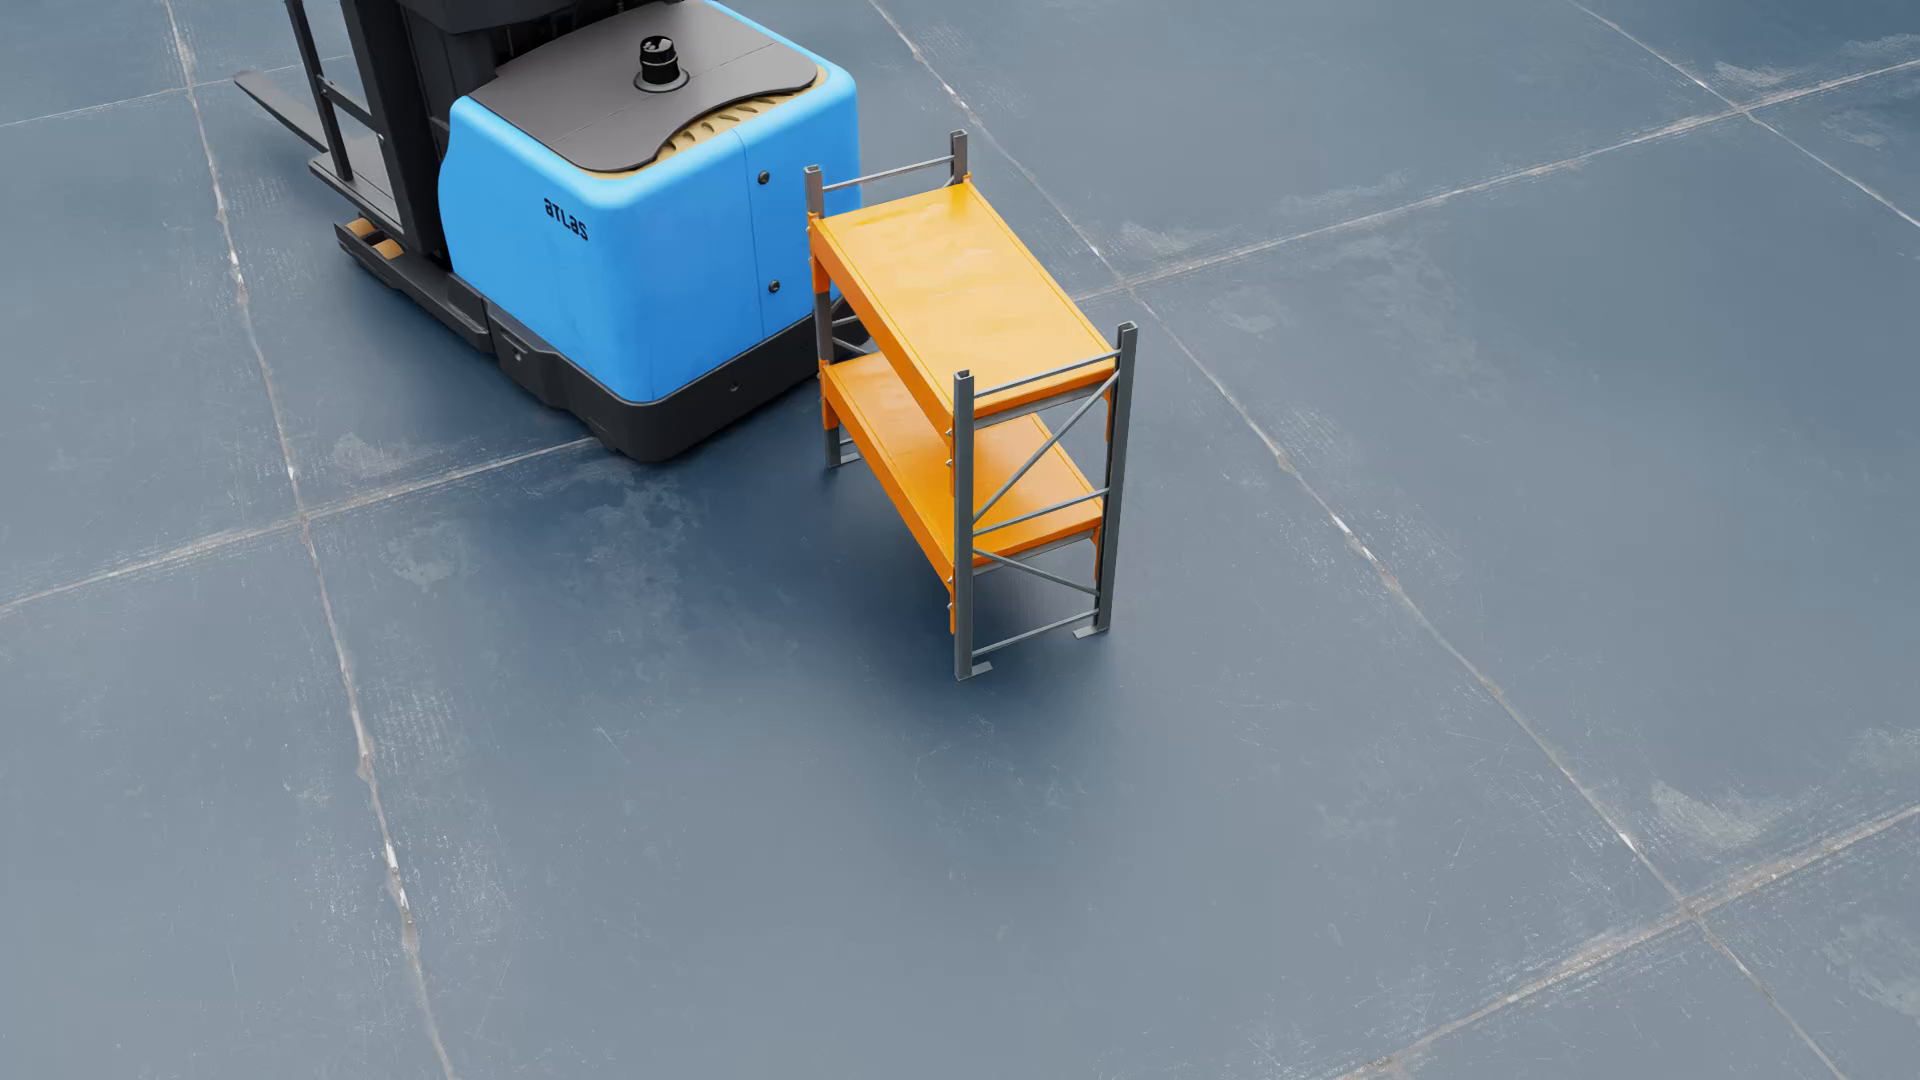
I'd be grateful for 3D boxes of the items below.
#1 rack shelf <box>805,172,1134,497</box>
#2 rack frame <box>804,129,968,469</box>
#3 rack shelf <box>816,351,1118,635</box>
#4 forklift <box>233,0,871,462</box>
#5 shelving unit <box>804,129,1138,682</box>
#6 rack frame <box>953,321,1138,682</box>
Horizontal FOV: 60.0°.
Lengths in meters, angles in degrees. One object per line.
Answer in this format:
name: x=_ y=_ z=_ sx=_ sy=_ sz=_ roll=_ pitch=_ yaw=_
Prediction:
rack shelf: x=0.003 y=-0.604 z=4.645 sx=0.538 sy=0.278 sz=1.000 roll=-18 pitch=47 yaw=-17
rack frame: x=-0.211 y=-0.720 z=5.179 sx=0.500 sy=1.125 sz=0.032 roll=-18 pitch=47 yaw=-17
rack shelf: x=0.003 y=-0.222 z=5.022 sx=0.538 sy=0.278 sz=1.000 roll=-18 pitch=47 yaw=-17
forklift: x=-1.707 y=-2.226 z=5.419 sx=3.031 sy=2.935 sz=1.130 roll=35 pitch=54 yaw=30
shelving unit: x=0.003 y=-0.396 z=4.851 sx=0.538 sy=1.125 sz=1.048 roll=-18 pitch=47 yaw=-17
rack frame: x=0.217 y=-0.072 z=4.522 sx=0.500 sy=1.125 sz=0.032 roll=-18 pitch=47 yaw=-17
